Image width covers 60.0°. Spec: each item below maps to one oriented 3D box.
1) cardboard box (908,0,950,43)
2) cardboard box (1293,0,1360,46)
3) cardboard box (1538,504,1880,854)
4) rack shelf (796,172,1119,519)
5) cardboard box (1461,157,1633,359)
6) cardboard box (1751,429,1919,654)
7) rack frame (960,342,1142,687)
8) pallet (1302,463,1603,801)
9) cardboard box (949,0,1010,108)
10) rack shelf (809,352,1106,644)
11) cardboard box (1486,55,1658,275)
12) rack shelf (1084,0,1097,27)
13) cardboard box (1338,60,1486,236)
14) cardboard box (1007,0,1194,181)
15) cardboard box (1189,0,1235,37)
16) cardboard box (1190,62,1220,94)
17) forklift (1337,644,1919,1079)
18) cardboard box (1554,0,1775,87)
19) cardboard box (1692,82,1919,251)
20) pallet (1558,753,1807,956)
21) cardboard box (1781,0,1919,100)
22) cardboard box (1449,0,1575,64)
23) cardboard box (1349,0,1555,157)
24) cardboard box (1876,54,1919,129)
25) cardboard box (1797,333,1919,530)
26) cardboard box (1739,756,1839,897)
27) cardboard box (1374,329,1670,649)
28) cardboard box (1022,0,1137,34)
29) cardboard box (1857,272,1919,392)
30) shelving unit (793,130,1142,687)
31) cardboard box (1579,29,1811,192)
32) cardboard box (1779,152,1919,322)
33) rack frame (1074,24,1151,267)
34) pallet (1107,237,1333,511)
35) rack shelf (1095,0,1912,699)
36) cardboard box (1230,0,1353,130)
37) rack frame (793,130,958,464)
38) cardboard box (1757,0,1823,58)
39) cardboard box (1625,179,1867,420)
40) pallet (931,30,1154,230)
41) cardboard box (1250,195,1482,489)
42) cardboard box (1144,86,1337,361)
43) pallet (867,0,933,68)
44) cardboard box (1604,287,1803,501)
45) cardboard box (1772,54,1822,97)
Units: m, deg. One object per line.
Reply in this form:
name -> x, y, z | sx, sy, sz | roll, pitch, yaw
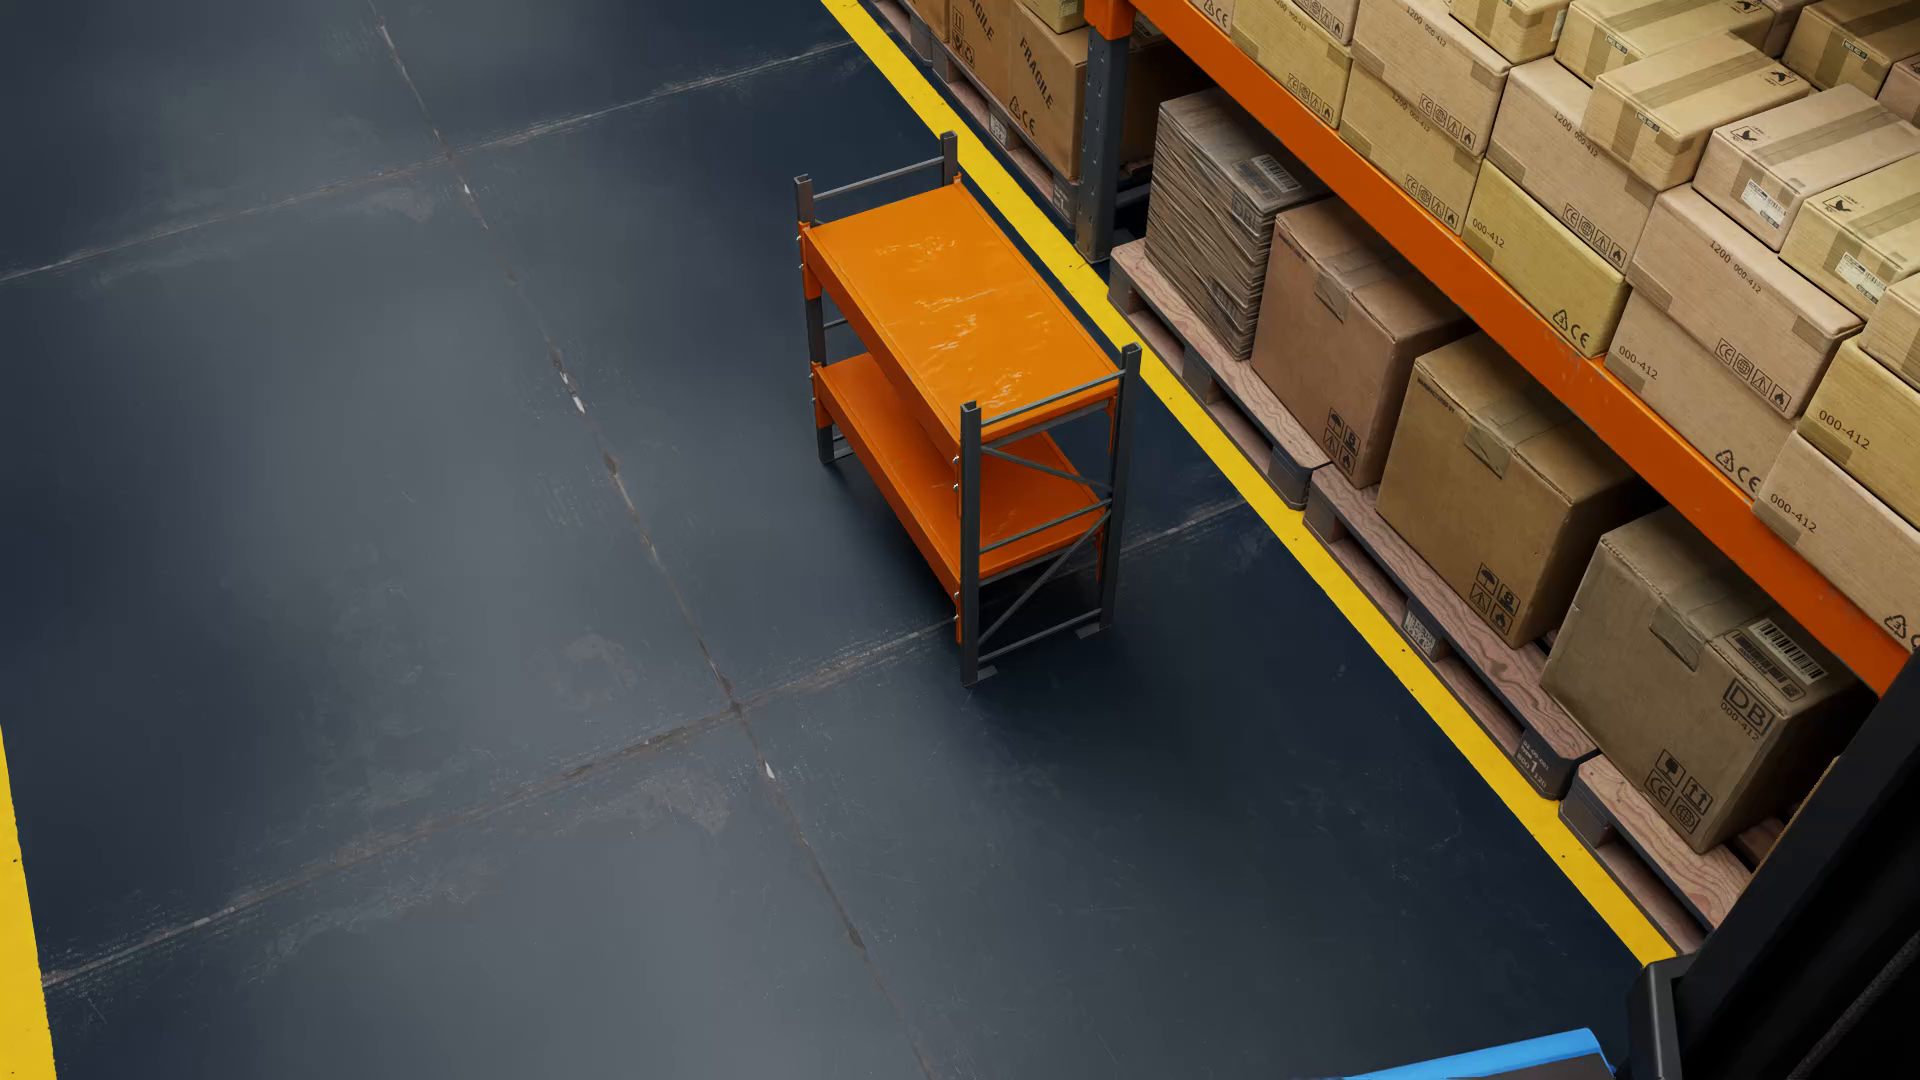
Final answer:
cardboard box -> 0.052, -2.420, 6.756 | 0.500, 0.500, 0.500 | -19, 52, -16
cardboard box -> 1.112, -1.607, 4.430 | 0.500, 0.250, 0.500 | -20, 52, -16
cardboard box -> 2.131, 0.245, 4.341 | 0.875, 0.625, 0.625 | -22, 52, -18
rack shelf -> -0.003, -0.568, 4.610 | 0.538, 0.278, 1.000 | -21, 52, -18
cardboard box -> 1.587, -0.749, 4.012 | 0.500, 0.250, 0.500 | -20, 52, -16
cardboard box -> 2.030, -0.063, 3.412 | 0.500, 0.250, 0.500 | -21, 52, -18
rack frame -> 0.230, -0.035, 4.533 | 0.500, 1.125, 0.032 | -21, 52, -18
pallet -> 1.794, 0.090, 5.031 | 1.003, 0.211, 1.213 | -21, 52, -18
cardboard box -> 0.294, -2.071, 6.450 | 0.500, 0.500, 0.500 | -22, 52, -18
rack shelf -> -0.003, -0.214, 5.015 | 0.538, 0.278, 1.000 | -21, 52, -18
cardboard box -> 1.592, -0.917, 3.827 | 0.500, 0.250, 0.500 | -20, 52, -17
rack shelf -> -0.017, -3.310, 6.630 | 1.077, 0.370, 4.000 | -21, 52, -18
cardboard box -> 1.351, -1.097, 4.316 | 0.500, 0.250, 0.500 | -23, 53, -19
cardboard box -> 0.513, -1.732, 6.154 | 0.500, 0.500, 0.500 | -20, 52, -16
cardboard box -> 0.884, -1.778, 4.912 | 0.500, 0.250, 0.500 | -21, 52, -17
cardboard box -> 0.954, -1.902, 6.302 | 0.500, 0.500, 0.500 | -19, 52, -16
forklift -> 1.956, 0.887, 2.527 | 3.031, 2.935, 1.130 | -9, 49, -8
cardboard box -> 1.587, -1.139, 3.756 | 0.380, 0.149, 0.250 | -21, 52, -18
cardboard box -> 1.764, -0.775, 3.437 | 0.380, 0.149, 0.250 | -21, 52, -17
pallet -> 2.357, 0.907, 4.316 | 1.003, 0.211, 1.213 | -21, 52, -18
cardboard box -> 2.102, -1.123, 3.742 | 0.380, 0.149, 0.250 | -21, 52, -17
cardboard box -> 1.382, -1.280, 3.879 | 0.380, 0.149, 0.250 | -20, 52, -17
cardboard box -> 1.335, -1.250, 4.118 | 0.500, 0.250, 0.500 | -22, 53, -18
cardboard box -> 2.222, -0.958, 3.598 | 0.380, 0.149, 0.250 | -22, 52, -18
cardboard box -> 2.035, -0.229, 3.225 | 0.500, 0.250, 0.500 | -22, 53, -18
cardboard box -> 2.480, 0.767, 3.885 | 0.875, 0.625, 0.625 | -19, 52, -16
cardboard box -> 1.785, -0.257, 4.781 | 0.875, 0.625, 0.625 | -23, 53, -19
cardboard box -> 0.447, -1.980, 5.940 | 0.380, 0.149, 0.250 | -24, 53, -19
cardboard box -> 1.937, -0.408, 3.117 | 0.380, 0.149, 0.250 | -23, 53, -19
shelving unit -> -0.003, -0.375, 4.831 | 0.538, 1.125, 1.048 | -21, 52, -18
cardboard box -> 1.573, -0.925, 3.569 | 0.380, 0.149, 0.250 | -22, 53, -18
cardboard box -> 1.873, -0.605, 3.289 | 0.380, 0.149, 0.250 | -22, 52, -18
rack frame -> 0.898, -2.208, 5.188 | 1.000, 3.000, 0.127 | -21, 52, -18
pallet -> 1.240, -0.726, 5.744 | 1.003, 0.211, 1.213 | -21, 52, -18
rack shelf -> 1.813, -0.633, 4.289 | 1.077, 0.370, 4.000 | -21, 52, -18
cardboard box -> 1.109, -1.439, 4.616 | 0.500, 0.250, 0.500 | -22, 52, -18
rack frame -> -0.236, -0.715, 5.128 | 0.500, 1.125, 0.032 | -21, 52, -18
cardboard box -> 1.946, -1.286, 3.884 | 0.380, 0.149, 0.250 | -20, 52, -17
cardboard box -> 1.806, -0.573, 3.526 | 0.500, 0.250, 0.500 | -20, 52, -17
pallet -> 0.590, -1.803, 6.687 | 1.003, 0.211, 1.213 | -21, 52, -18
cardboard box -> 1.477, -0.708, 5.175 | 0.875, 0.625, 0.625 | -20, 52, -16
cardboard box -> 1.171, -1.142, 5.555 | 0.875, 0.625, 0.625 | -20, 52, -16
pallet -> 0.036, -2.618, 7.400 | 1.003, 0.211, 1.213 | -21, 52, -18
cardboard box -> 1.830, -0.406, 3.712 | 0.500, 0.250, 0.500 | -21, 52, -17
cardboard box -> 2.036, -1.101, 3.988 | 0.500, 0.250, 0.500 | -22, 52, -18
